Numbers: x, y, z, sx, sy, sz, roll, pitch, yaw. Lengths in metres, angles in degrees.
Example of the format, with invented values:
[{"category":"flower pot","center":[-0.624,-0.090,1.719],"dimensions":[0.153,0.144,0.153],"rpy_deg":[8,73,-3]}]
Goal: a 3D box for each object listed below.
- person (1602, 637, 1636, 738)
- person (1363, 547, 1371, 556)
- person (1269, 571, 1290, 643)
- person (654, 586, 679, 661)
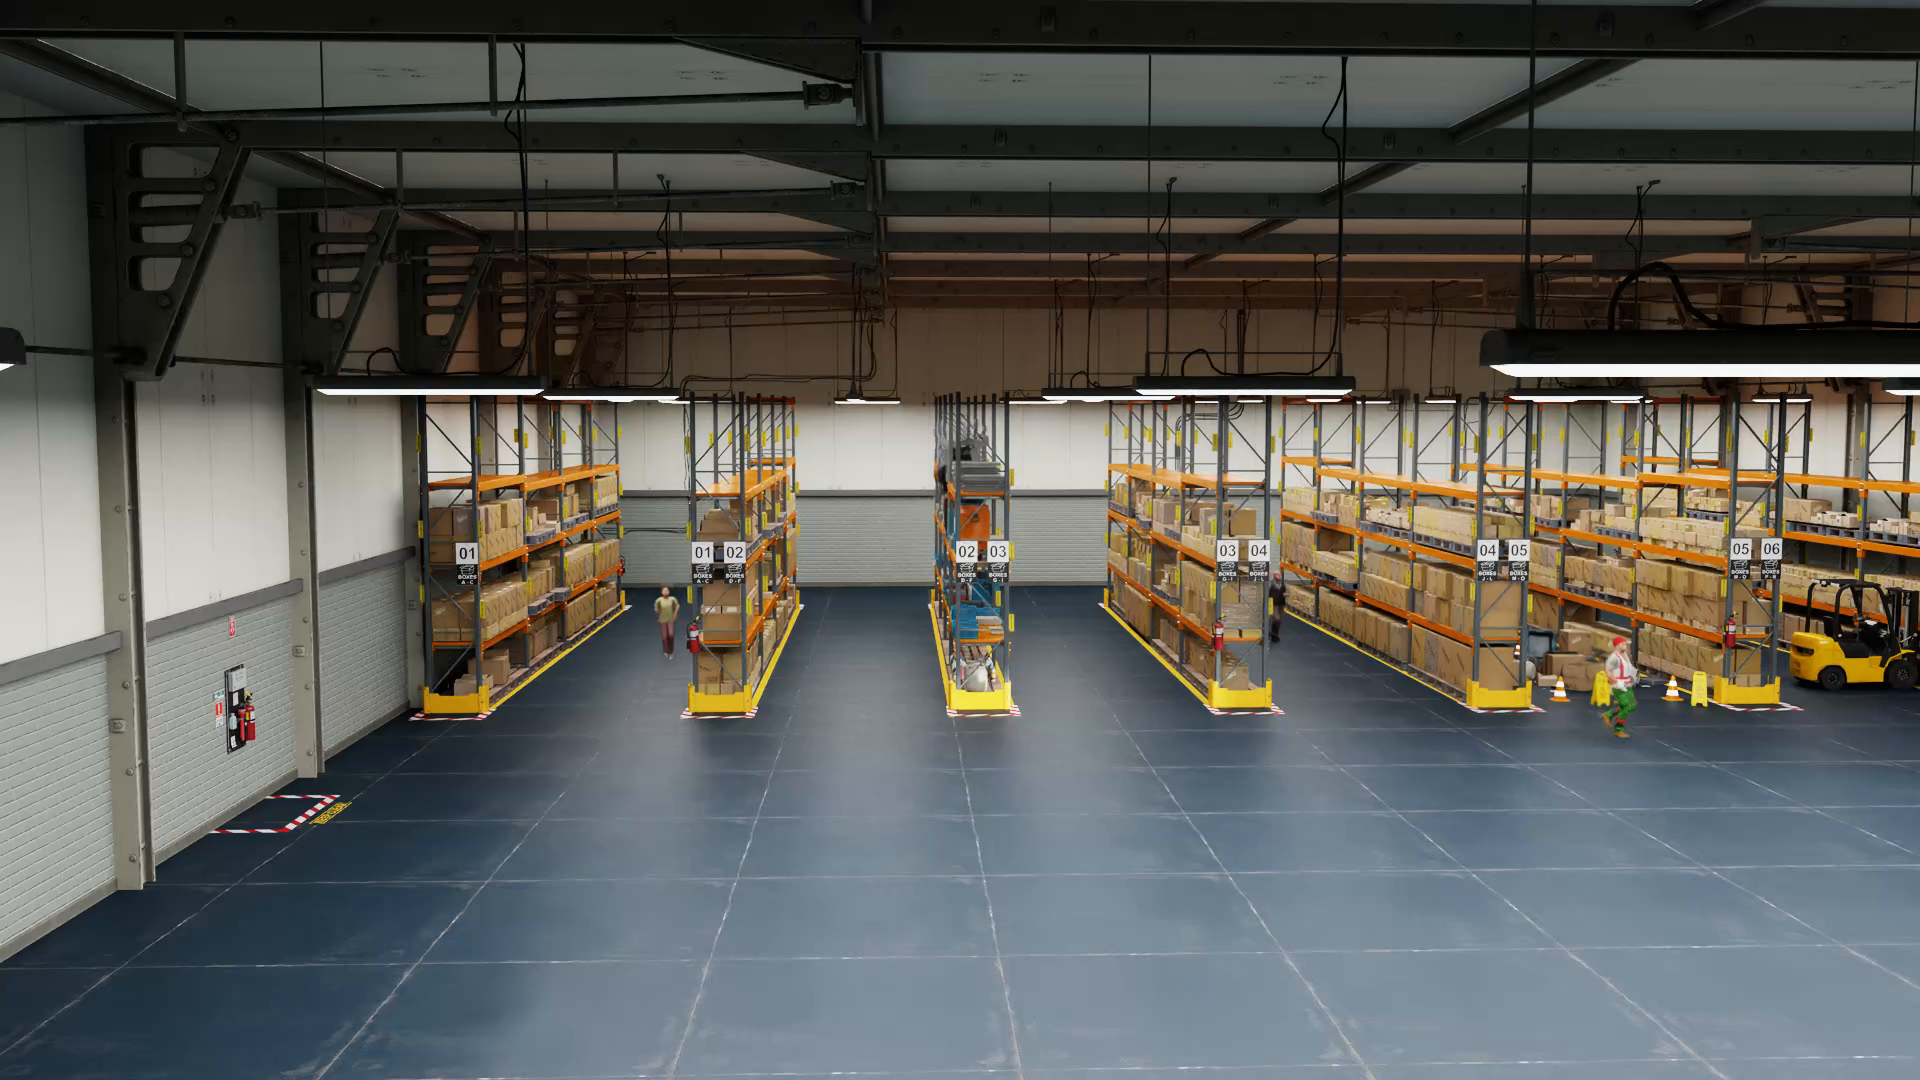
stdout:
[{"category":"person","center":[11.435,2.542,28.898],"dimensions":[0.653,1.749,0.564],"rpy_deg":[-4,6,-42]},{"category":"person","center":[12.108,1.002,49.211],"dimensions":[0.802,1.582,0.528],"rpy_deg":[1,5,9]},{"category":"person","center":[7.717,1.627,40.509],"dimensions":[0.625,1.760,0.730],"rpy_deg":[-1,5,-15]},{"category":"person","center":[-6.650,1.882,37.666],"dimensions":[0.556,1.710,0.711],"rpy_deg":[-1,5,-8]}]
